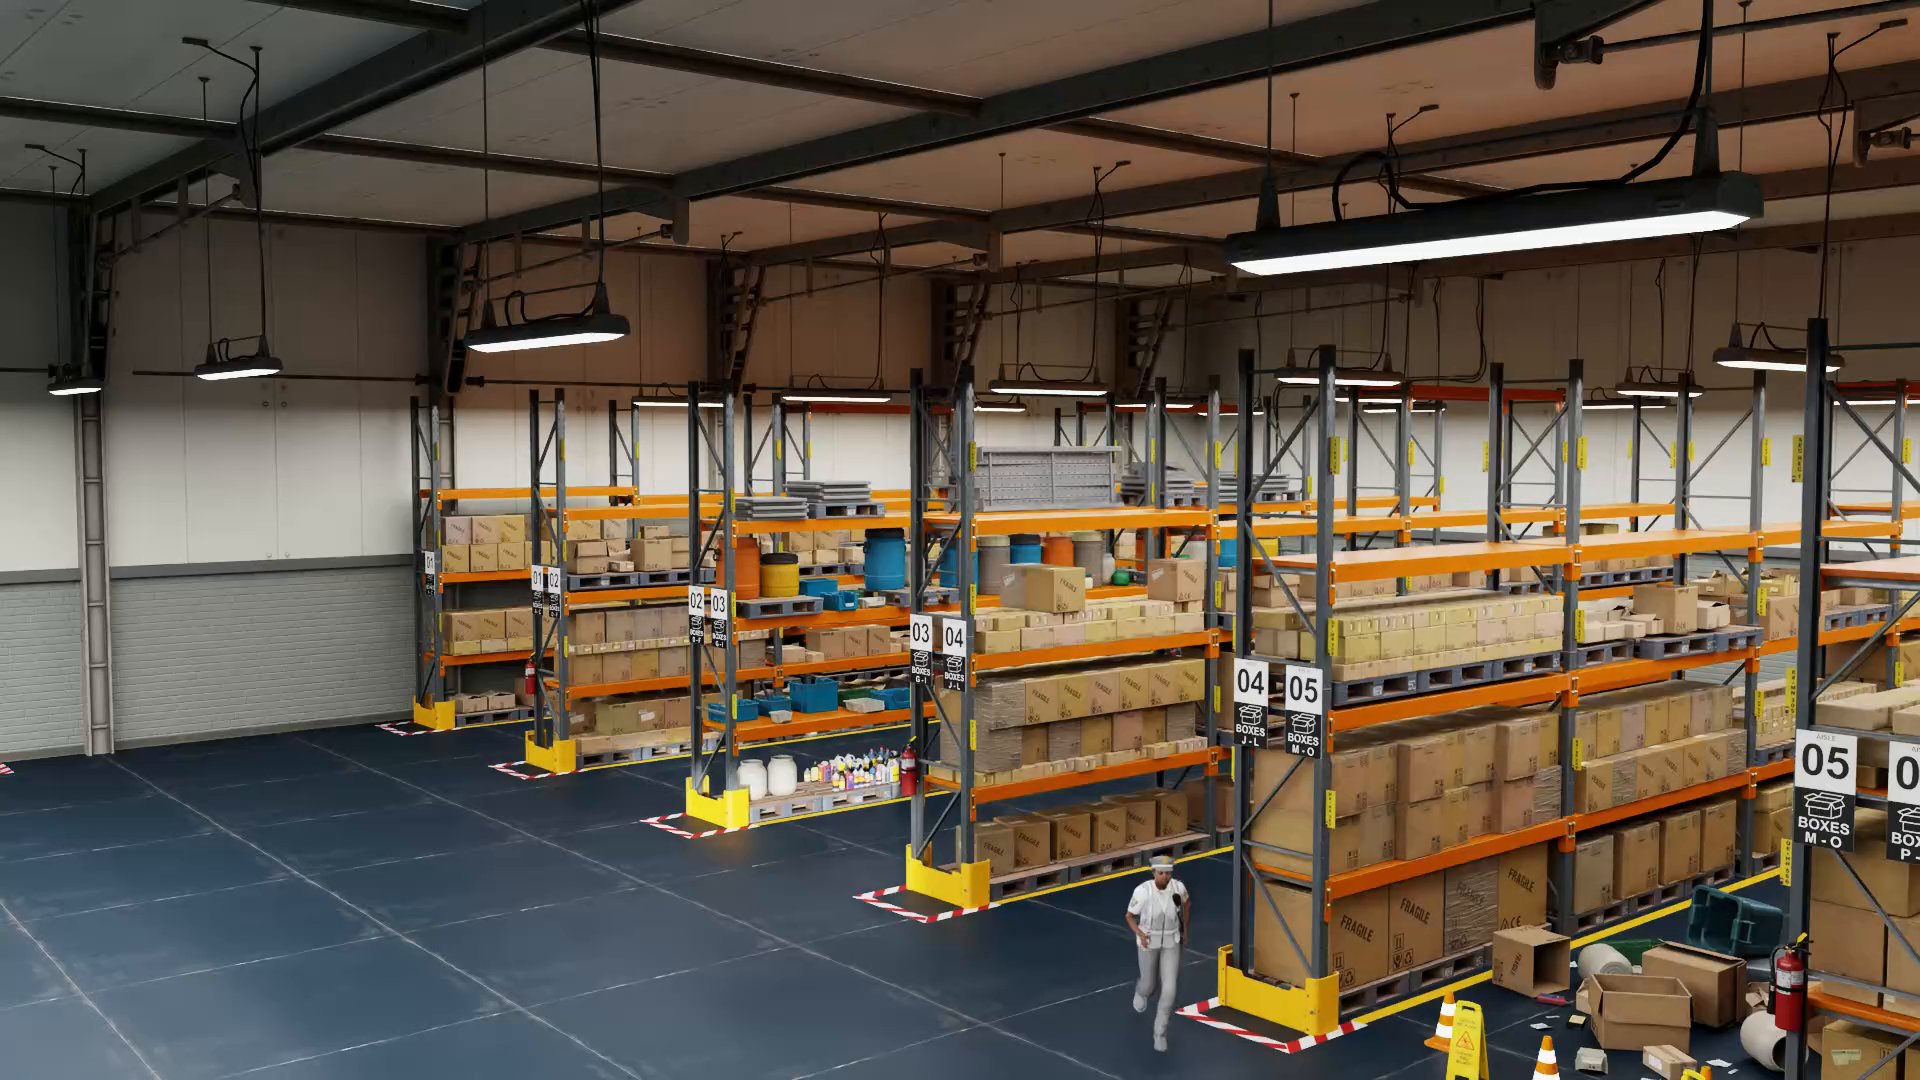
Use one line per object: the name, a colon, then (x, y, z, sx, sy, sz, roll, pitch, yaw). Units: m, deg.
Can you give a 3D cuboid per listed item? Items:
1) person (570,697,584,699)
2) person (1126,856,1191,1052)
person: (-6.538, 2.693, 28.353, 0.504, 1.630, 0.711, 3, 4, 41)
person: (1.723, 3.511, 14.469, 0.602, 1.673, 0.832, 0, 3, -8)
